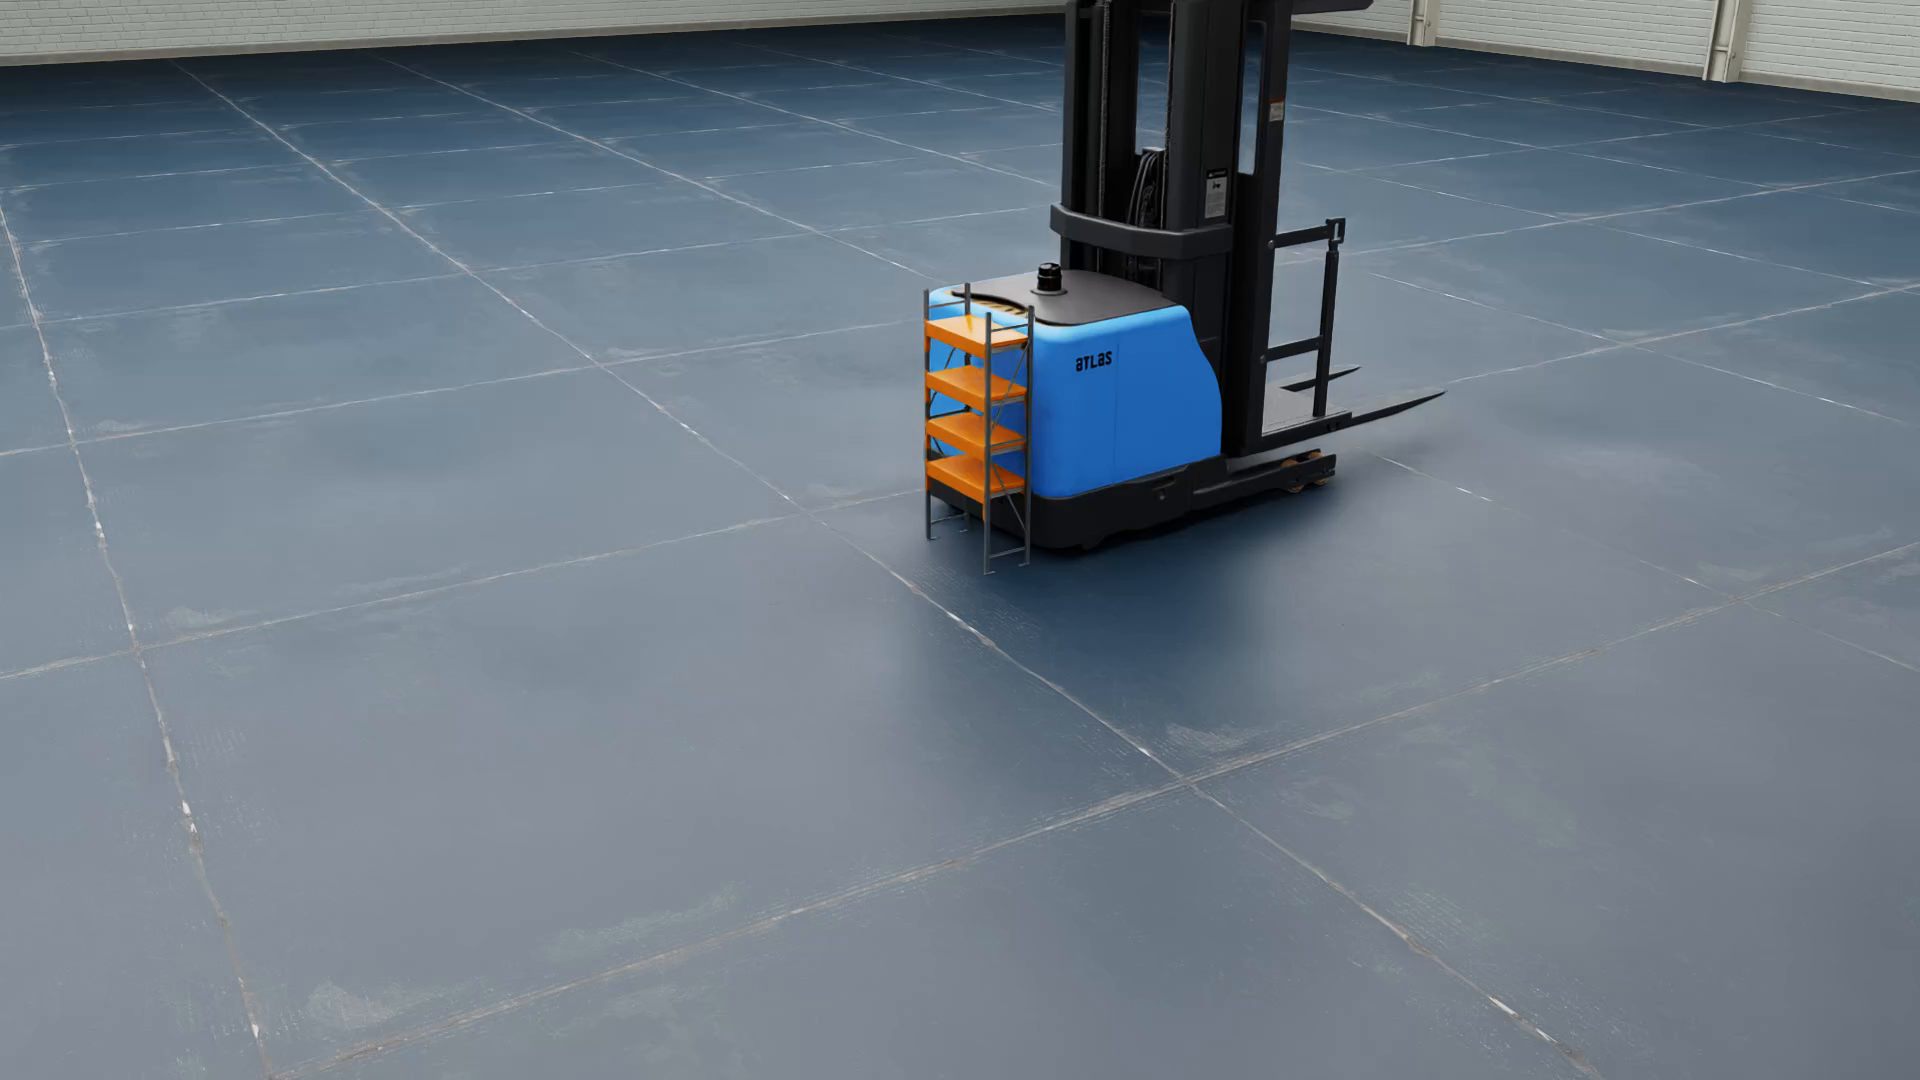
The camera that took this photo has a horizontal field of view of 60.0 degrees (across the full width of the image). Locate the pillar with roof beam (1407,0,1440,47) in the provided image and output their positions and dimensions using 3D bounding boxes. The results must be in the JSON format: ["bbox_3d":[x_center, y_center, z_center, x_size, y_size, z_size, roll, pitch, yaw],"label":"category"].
[{"bbox_3d":[4.387,-12.019,25.431,9.100,9.000,0.400,-13,25,-28],"label":"pillar with roof beam"}]

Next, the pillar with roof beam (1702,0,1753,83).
[{"bbox_3d":[7.452,-10.077,20.652,9.100,9.000,0.400,-13,25,-28],"label":"pillar with roof beam"}]

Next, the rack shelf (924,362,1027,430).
[{"bbox_3d":[0.077,-0.644,7.387,0.258,0.148,0.480,-14,26,-31],"label":"rack shelf"}]

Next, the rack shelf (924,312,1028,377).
[{"bbox_3d":[0.077,-0.863,7.298,0.258,0.148,0.480,-14,26,-31],"label":"rack shelf"}]

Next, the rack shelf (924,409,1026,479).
[{"bbox_3d":[0.077,-0.437,7.472,0.258,0.148,0.480,-14,26,-31],"label":"rack shelf"}]

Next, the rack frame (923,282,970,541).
[{"bbox_3d":[-0.058,-0.576,7.635,0.240,1.200,0.015,-14,26,-31],"label":"rack frame"}]

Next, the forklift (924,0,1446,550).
[{"bbox_3d":[1.302,-1.738,8.194,3.031,2.935,1.130,-16,27,-34],"label":"forklift"}]

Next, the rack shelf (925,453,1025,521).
[{"bbox_3d":[0.077,-0.253,7.546,0.258,0.148,0.480,-14,26,-31],"label":"rack shelf"}]

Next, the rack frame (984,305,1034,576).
[{"bbox_3d":[0.211,-0.423,7.258,0.240,1.200,0.015,-14,26,-31],"label":"rack frame"}]

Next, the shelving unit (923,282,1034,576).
[{"bbox_3d":[0.077,-0.499,7.446,0.258,1.200,0.503,-14,26,-31],"label":"shelving unit"}]
